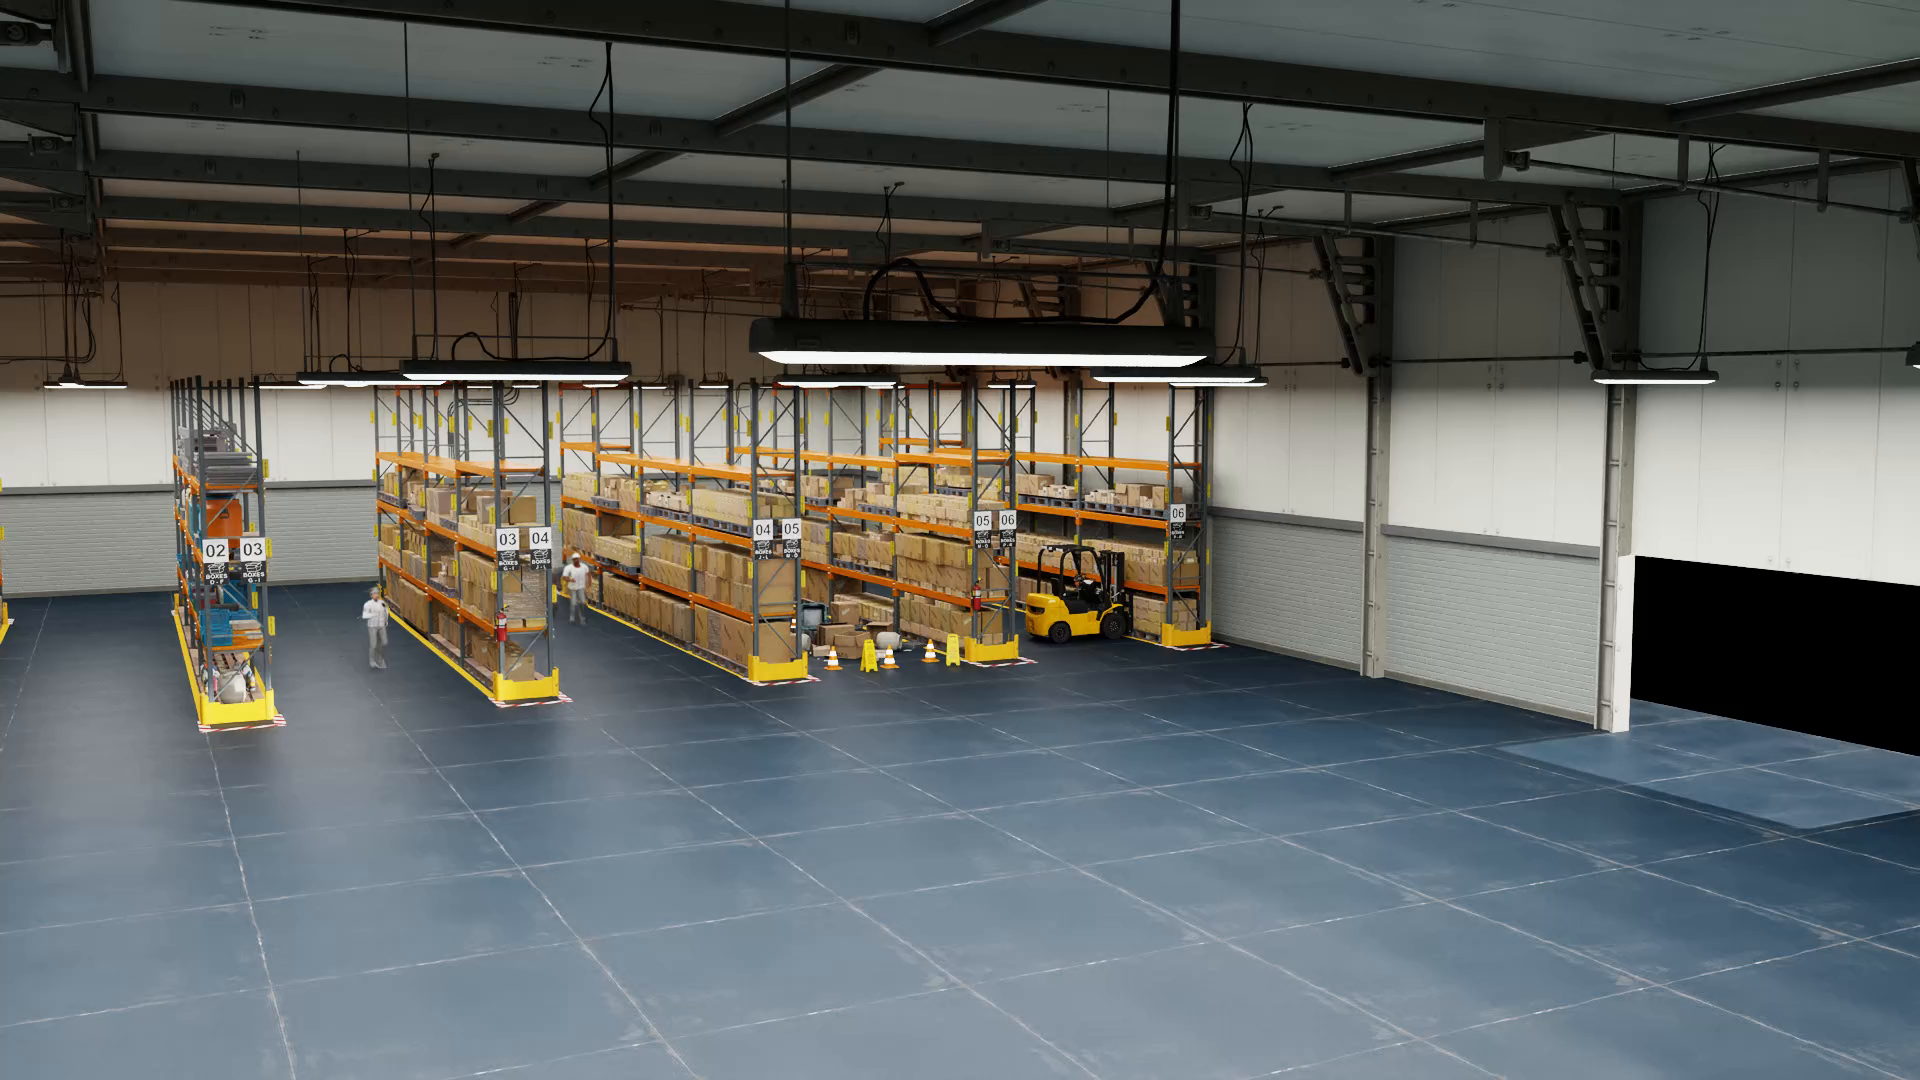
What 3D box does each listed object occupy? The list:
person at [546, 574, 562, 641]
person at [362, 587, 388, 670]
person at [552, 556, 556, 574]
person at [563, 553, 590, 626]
[{"bbox_3d":[-9.527,1.406,38.378,0.710,1.753,1.055,-3,6,-34],"label":"person"},{"bbox_3d":[-12.039,1.828,34.358,0.592,1.734,0.684,-4,6,-35],"label":"person"},{"bbox_3d":[-10.960,0.960,43.803,0.671,1.750,0.591,-3,6,-27],"label":"person"},{"bbox_3d":[-9.403,1.230,40.872,0.726,1.840,0.744,-2,6,-26],"label":"person"}]
